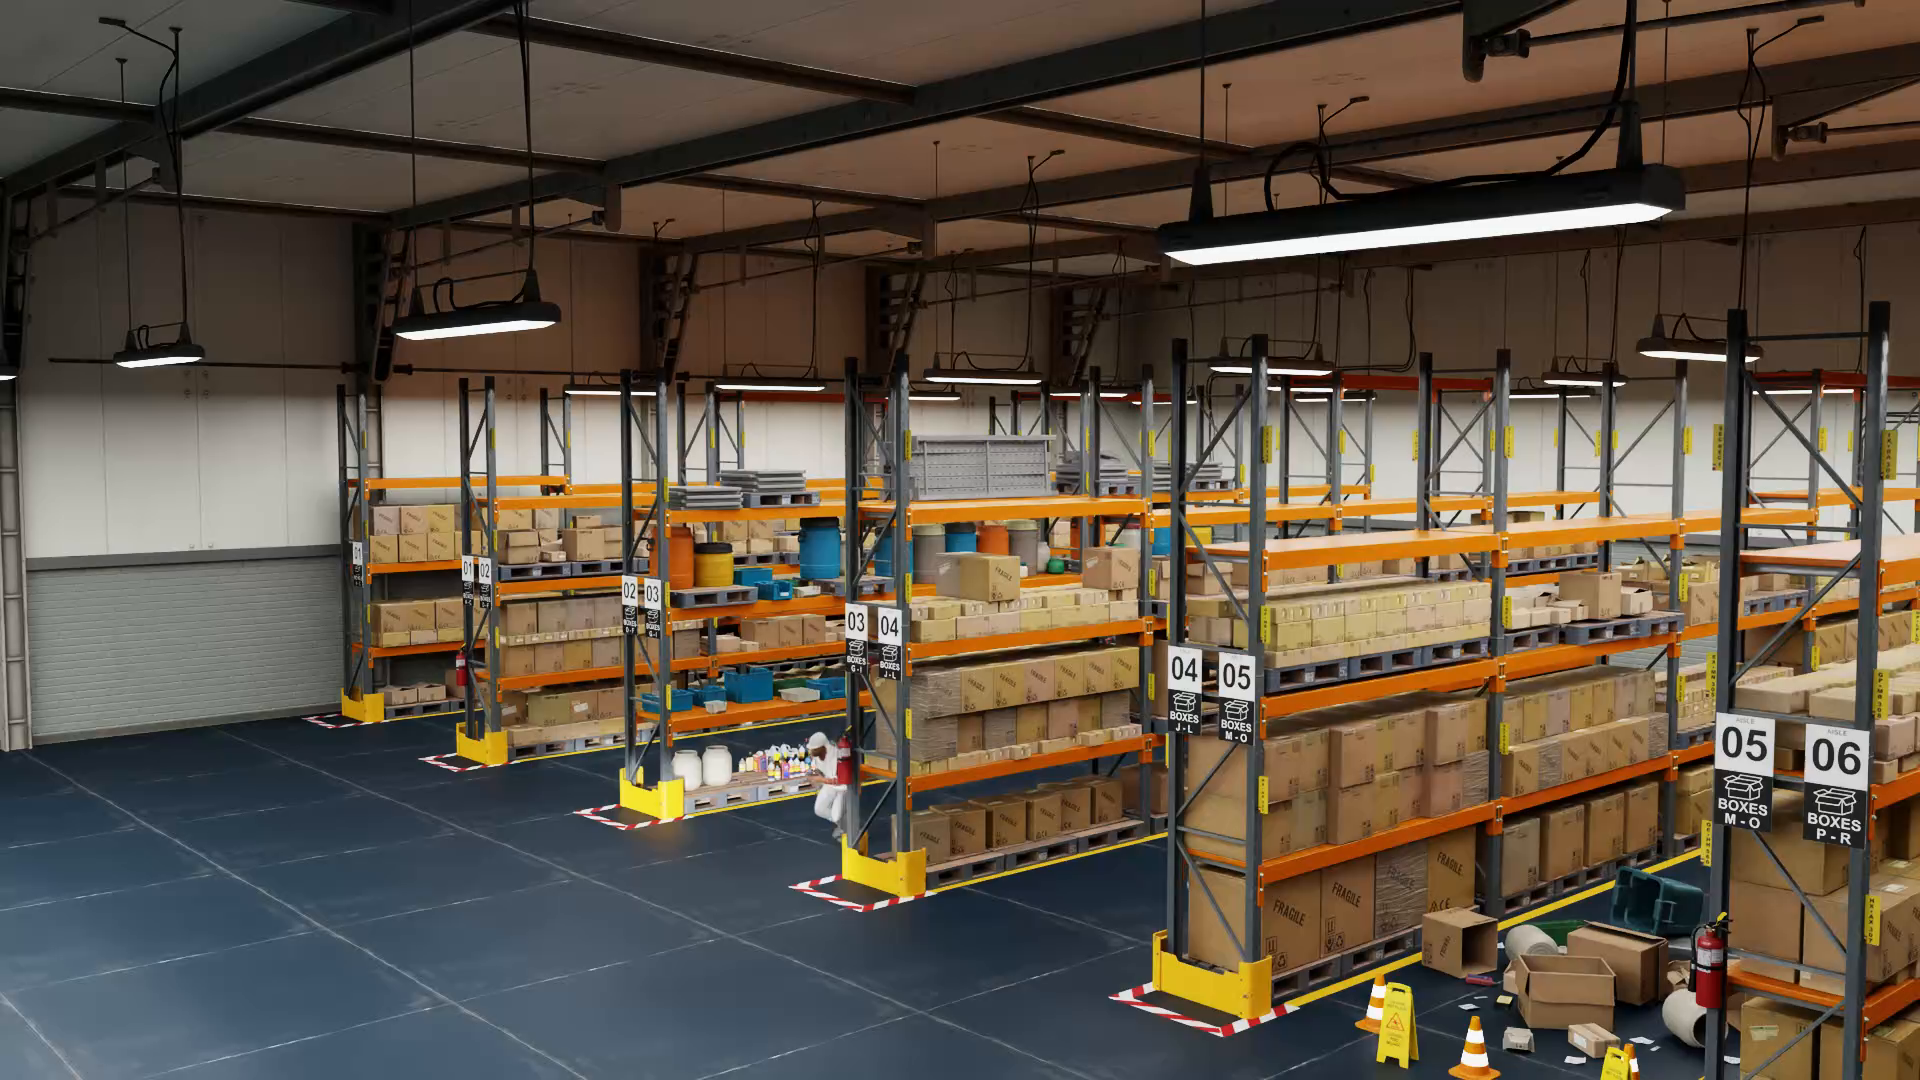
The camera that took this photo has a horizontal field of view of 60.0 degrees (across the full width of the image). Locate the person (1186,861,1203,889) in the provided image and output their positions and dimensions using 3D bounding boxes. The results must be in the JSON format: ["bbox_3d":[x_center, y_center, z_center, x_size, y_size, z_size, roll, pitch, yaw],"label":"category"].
[{"bbox_3d":[2.855,3.080,18.638,0.772,1.681,0.829,-1,4,-22],"label":"person"}]

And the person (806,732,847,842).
[{"bbox_3d":[-1.575,3.061,20.606,0.928,1.476,0.730,-3,5,-42],"label":"person"}]
